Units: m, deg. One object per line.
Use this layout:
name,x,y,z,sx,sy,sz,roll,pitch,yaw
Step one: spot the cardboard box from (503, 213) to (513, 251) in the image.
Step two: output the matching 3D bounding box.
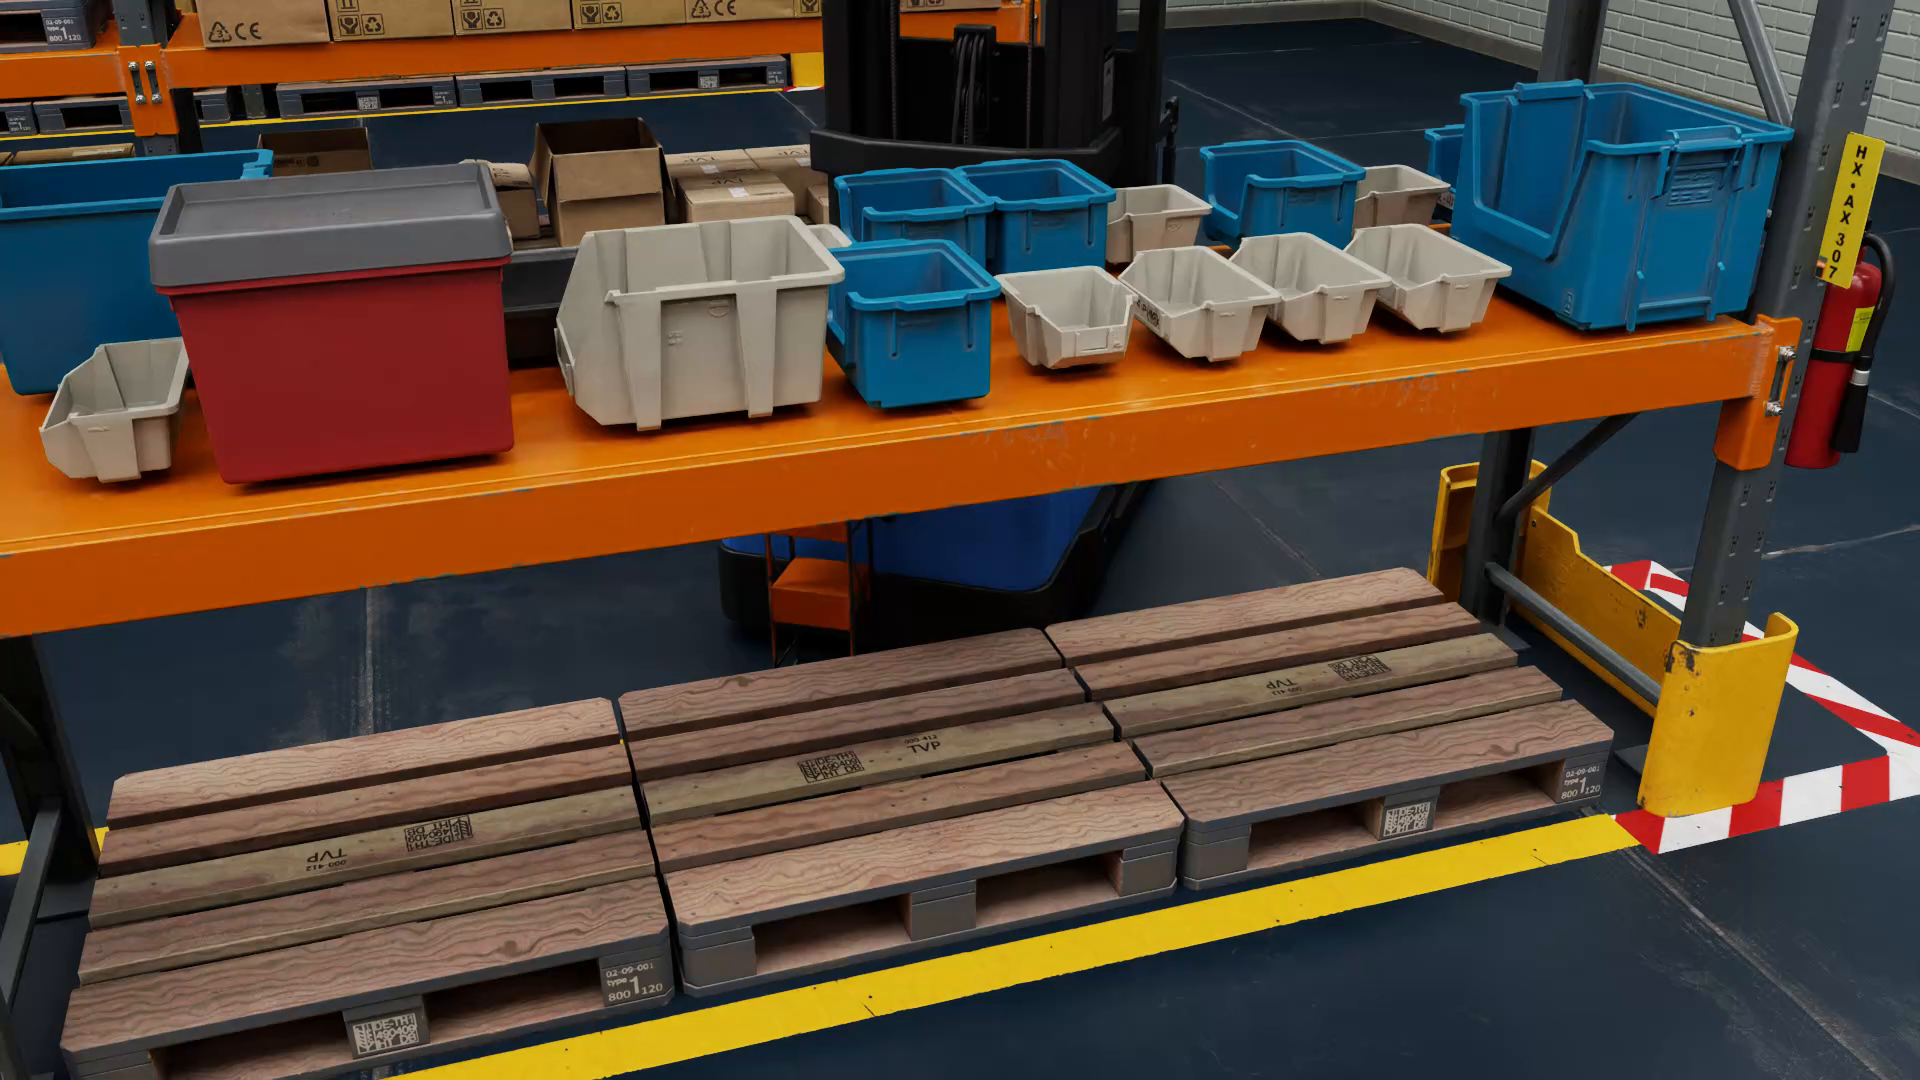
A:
cardboard box,-2.285,-1.440,7.969,0.250,0.166,0.380,-8,28,-16

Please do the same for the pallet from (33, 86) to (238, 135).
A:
pallet,-5.818,-3.130,11.816,1.213,0.211,1.003,-8,28,-16

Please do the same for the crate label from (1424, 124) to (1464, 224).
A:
crate label,1.427,-0.936,4.382,0.303,0.233,0.416,-8,28,-16

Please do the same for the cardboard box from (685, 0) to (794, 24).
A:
cardboard box,-1.077,-2.702,7.707,0.500,0.500,0.500,-8,28,-16

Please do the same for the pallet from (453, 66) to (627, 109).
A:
pallet,-3.199,-3.509,12.581,1.213,0.211,1.003,-8,28,-16

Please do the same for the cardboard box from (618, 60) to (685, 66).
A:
cardboard box,-2.415,-3.928,12.628,0.500,0.500,0.700,-8,28,-16

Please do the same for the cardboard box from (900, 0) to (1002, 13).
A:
cardboard box,-0.109,-2.841,7.988,0.500,0.500,0.500,-7,27,-15

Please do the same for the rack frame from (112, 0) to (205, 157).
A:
rack frame,-3.570,-2.423,7.257,0.127,3.000,1.000,-8,28,-16

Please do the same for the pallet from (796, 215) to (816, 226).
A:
pallet,-0.597,-1.604,8.743,1.213,0.211,1.003,-8,28,-16

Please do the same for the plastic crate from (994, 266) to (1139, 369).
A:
plastic crate,0.231,-0.467,3.547,0.250,0.136,0.298,-8,28,-16

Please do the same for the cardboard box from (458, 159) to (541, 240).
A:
cardboard box,-2.403,-1.717,8.364,0.500,0.311,0.500,-8,28,-16

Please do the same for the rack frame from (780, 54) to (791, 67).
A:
rack frame,-1.305,-5.067,12.584,0.127,3.000,1.000,-8,28,-16

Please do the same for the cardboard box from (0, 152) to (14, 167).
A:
cardboard box,-4.609,-1.458,7.631,0.500,0.500,0.500,-8,27,-15

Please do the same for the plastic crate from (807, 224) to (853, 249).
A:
plastic crate,-0.477,-0.603,3.821,0.466,0.136,0.293,-8,28,-16

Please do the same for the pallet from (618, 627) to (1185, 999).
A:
pallet,-0.191,0.634,4.236,1.213,0.211,1.003,-8,28,-16

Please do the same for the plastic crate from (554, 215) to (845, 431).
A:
plastic crate,-0.531,-0.434,3.317,0.530,0.282,0.437,-8,28,-16

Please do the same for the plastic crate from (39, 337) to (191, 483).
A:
plastic crate,-1.553,-0.240,3.090,0.243,0.136,0.396,-8,28,-16

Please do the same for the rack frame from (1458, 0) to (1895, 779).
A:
rack frame,1.763,-0.879,4.147,0.127,3.000,1.000,-8,28,-16

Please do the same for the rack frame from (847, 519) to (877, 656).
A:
rack frame,-0.280,-0.044,4.652,0.008,1.050,0.200,6,27,14

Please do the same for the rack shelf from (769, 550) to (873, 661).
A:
rack shelf,-0.396,0.202,4.807,0.240,0.259,0.215,6,27,14

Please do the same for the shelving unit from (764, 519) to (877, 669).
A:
shelving unit,-0.398,-0.057,4.680,0.252,1.050,0.215,6,27,14

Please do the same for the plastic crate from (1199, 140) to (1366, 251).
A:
plastic crate,0.801,-0.845,4.200,0.300,0.233,0.416,-8,28,-16

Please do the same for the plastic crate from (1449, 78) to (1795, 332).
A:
plastic crate,1.503,-0.796,3.873,0.499,0.435,0.616,-8,28,-16

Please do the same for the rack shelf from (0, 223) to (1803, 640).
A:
rack shelf,-0.138,-0.281,3.752,4.000,0.370,1.077,-8,28,-16

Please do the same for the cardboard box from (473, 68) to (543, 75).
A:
cardboard box,-3.398,-3.782,12.334,0.500,0.500,0.700,-8,27,-15

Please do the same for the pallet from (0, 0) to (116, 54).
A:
pallet,-4.364,-2.273,7.171,1.213,0.211,1.003,-8,28,-16

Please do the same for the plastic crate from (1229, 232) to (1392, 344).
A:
plastic crate,0.764,-0.565,3.743,0.243,0.136,0.396,-8,28,-16

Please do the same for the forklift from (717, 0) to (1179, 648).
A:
forklift,0.189,-1.580,5.637,1.130,2.935,3.031,8,27,16

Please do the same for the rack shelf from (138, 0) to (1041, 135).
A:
rack shelf,-1.669,-2.376,7.971,4.000,0.370,1.077,-8,28,-16

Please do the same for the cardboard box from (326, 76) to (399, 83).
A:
cardboard box,-4.365,-3.645,12.057,0.500,0.500,0.700,-8,27,-15

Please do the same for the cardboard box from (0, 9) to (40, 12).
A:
cardboard box,-6.530,-3.474,11.319,0.750,0.750,0.750,-7,27,-15

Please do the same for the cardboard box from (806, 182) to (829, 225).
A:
cardboard box,-0.621,-1.705,8.502,0.250,0.166,0.380,-8,28,-16

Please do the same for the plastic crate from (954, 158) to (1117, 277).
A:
plastic crate,0.175,-0.754,4.017,0.300,0.233,0.416,-8,28,-16

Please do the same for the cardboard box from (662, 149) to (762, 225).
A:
cardboard box,-1.323,-1.846,8.693,0.500,0.250,0.500,-8,28,-16

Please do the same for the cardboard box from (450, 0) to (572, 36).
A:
cardboard box,-2.039,-2.562,7.425,0.500,0.500,0.500,-8,28,-16

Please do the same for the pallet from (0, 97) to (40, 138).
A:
pallet,-6.980,-2.960,11.475,1.213,0.211,1.003,-8,28,-16

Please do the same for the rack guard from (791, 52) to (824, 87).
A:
rack guard,-1.282,-3.951,13.146,0.348,0.500,1.175,-8,28,-16

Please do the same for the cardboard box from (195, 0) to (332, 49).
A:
cardboard box,-3.001,-2.422,7.144,0.500,0.500,0.500,-8,27,-15
